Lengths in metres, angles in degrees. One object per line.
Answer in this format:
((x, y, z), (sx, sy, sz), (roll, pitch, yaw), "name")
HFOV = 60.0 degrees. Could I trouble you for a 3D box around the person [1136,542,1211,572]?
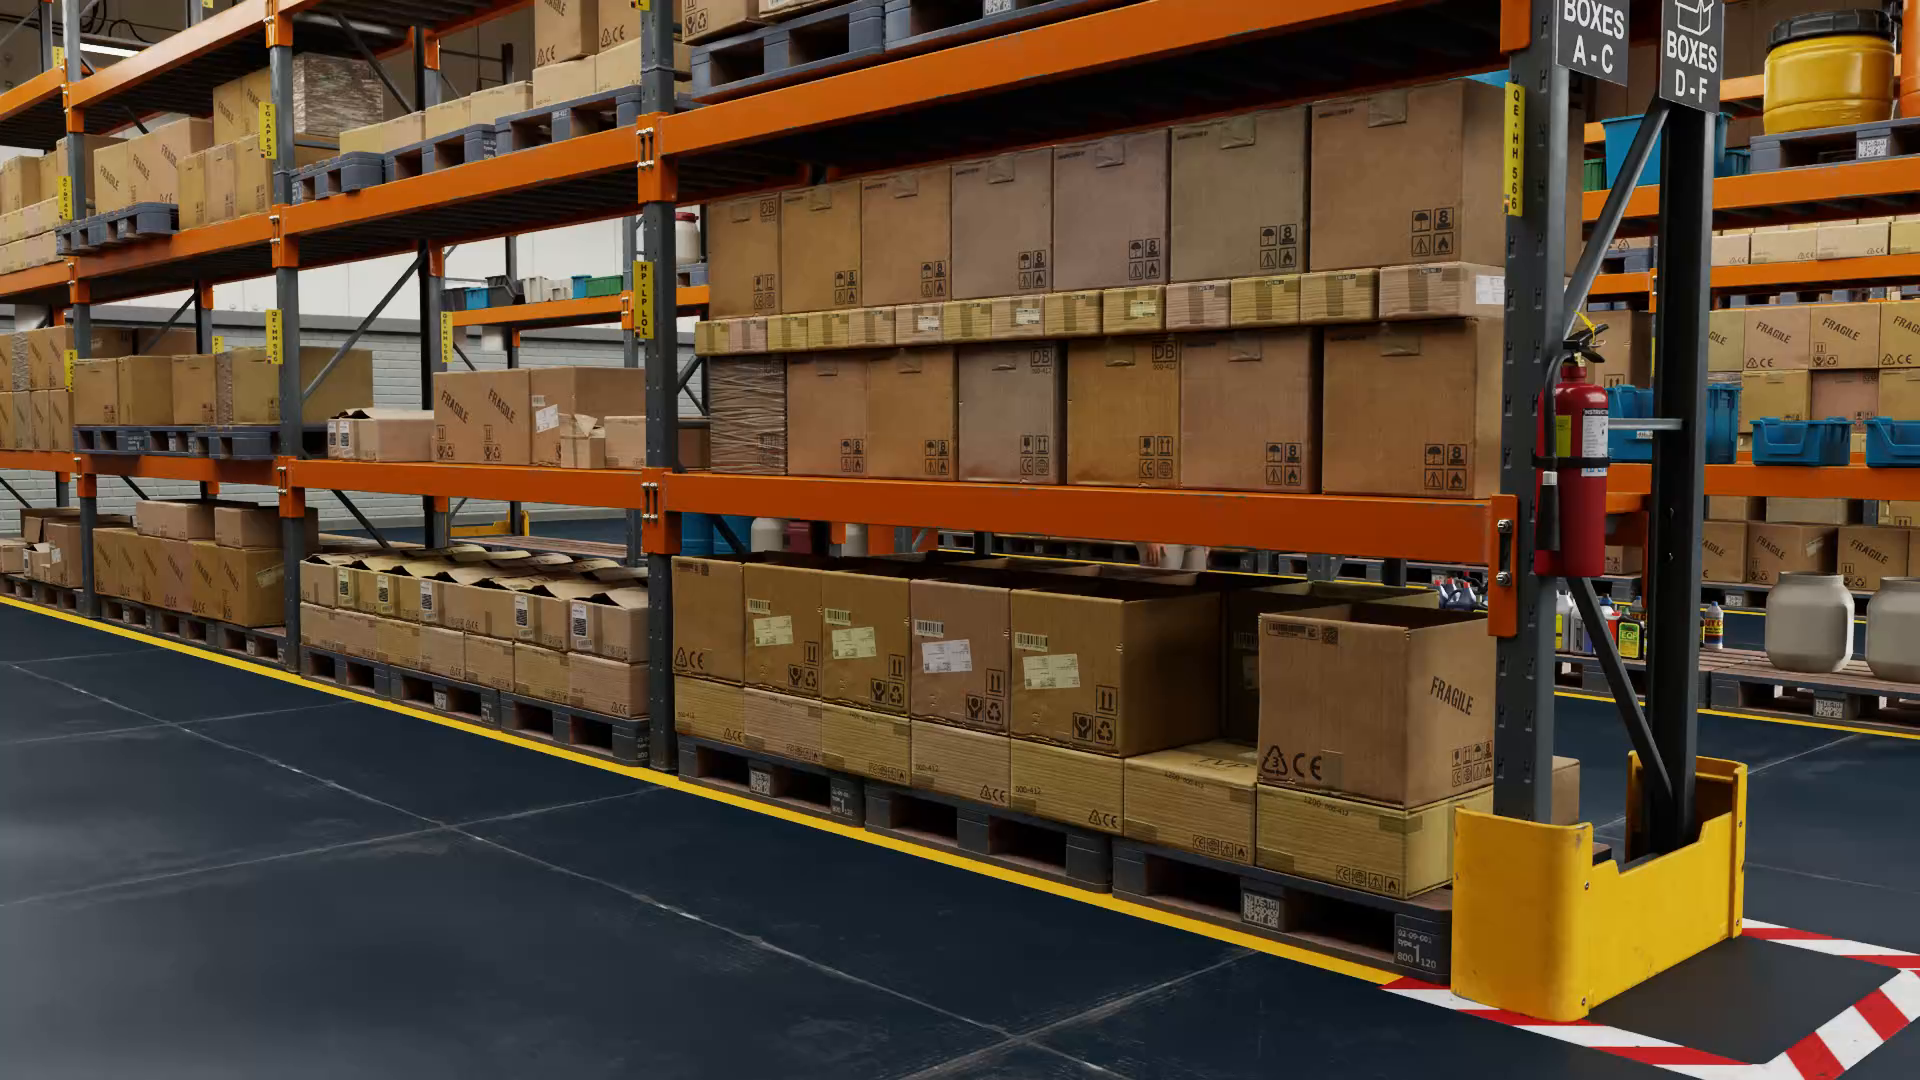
((1.227, -0.005, 9.452), (0.392, 1.726, 0.606), (4, 5, 42), "person")
